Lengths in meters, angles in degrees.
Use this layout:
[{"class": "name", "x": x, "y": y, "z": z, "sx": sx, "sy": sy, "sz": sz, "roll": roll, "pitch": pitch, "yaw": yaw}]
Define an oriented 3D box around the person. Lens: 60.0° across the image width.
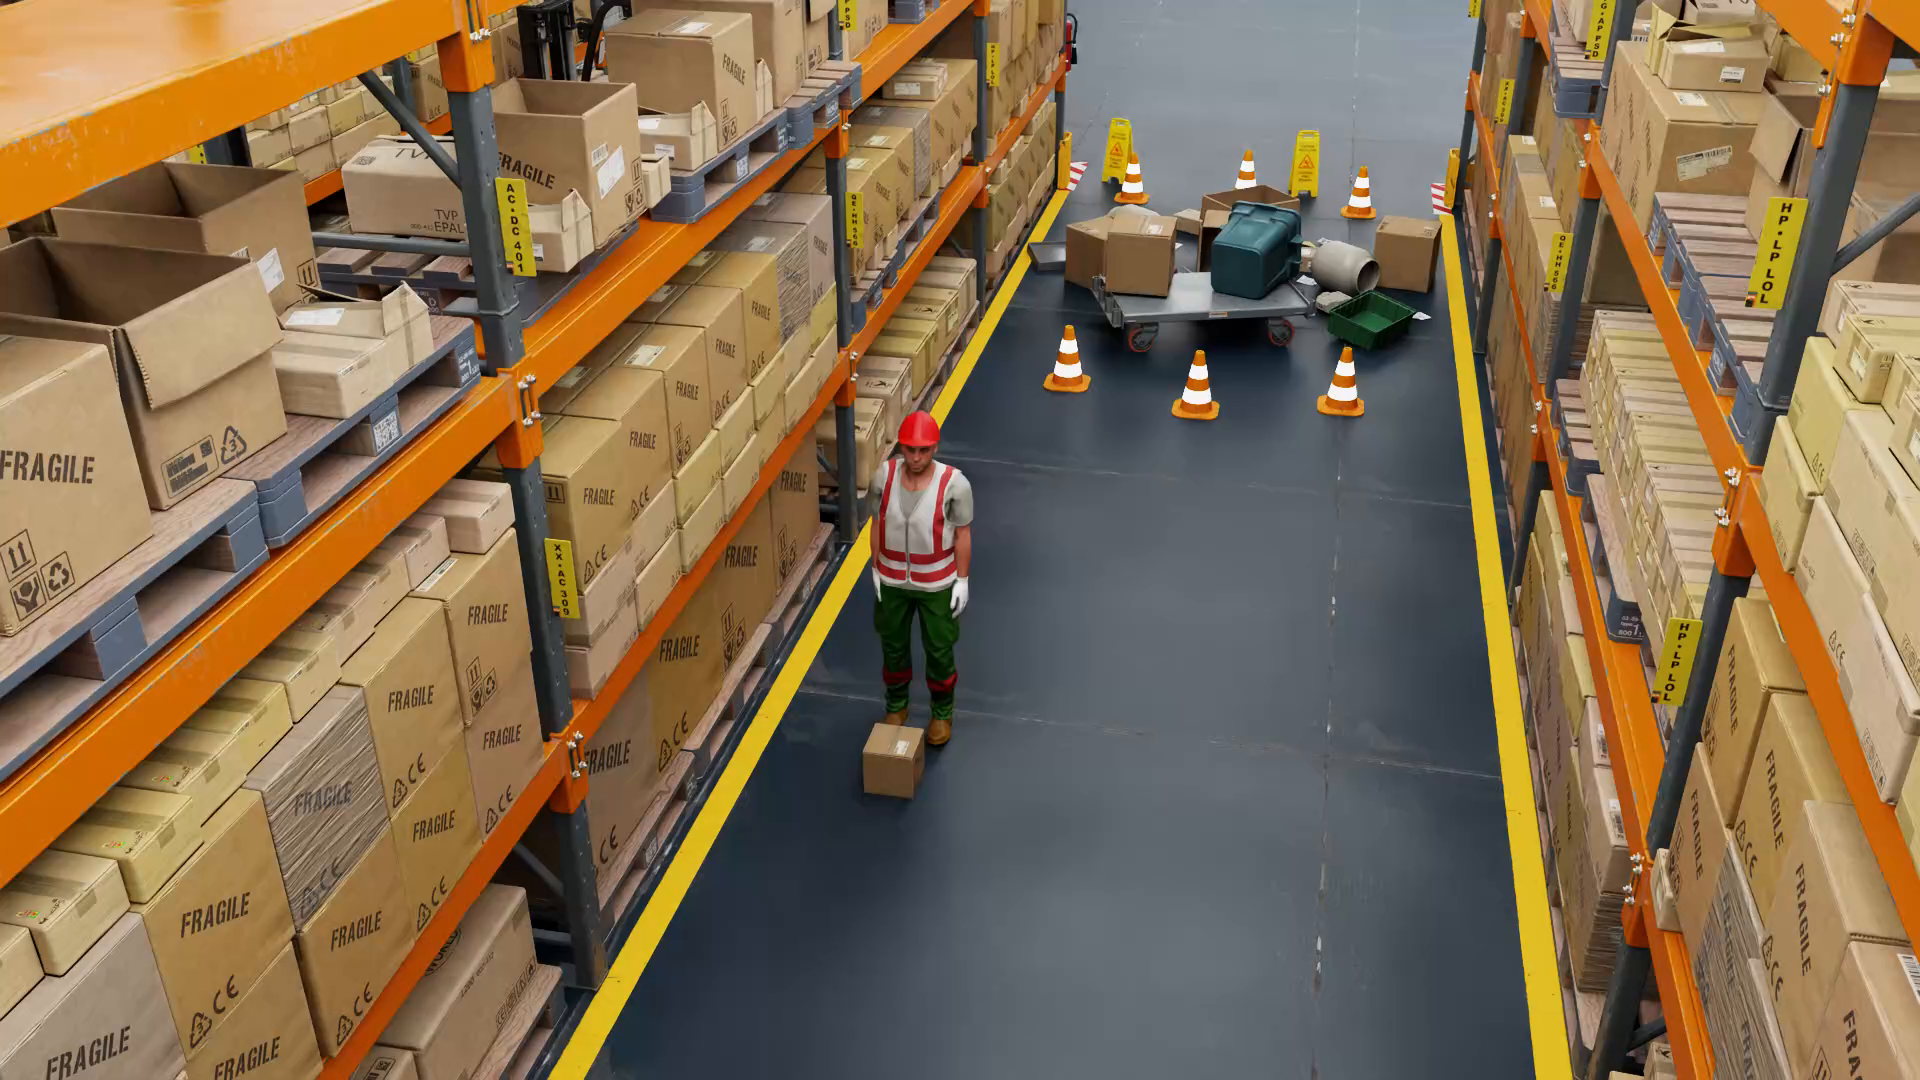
[{"class": "person", "x": -0.203, "y": 0.200, "z": 8.245, "sx": 0.524, "sy": 1.797, "sz": 0.342, "roll": 7, "pitch": 29, "yaw": 12}]
